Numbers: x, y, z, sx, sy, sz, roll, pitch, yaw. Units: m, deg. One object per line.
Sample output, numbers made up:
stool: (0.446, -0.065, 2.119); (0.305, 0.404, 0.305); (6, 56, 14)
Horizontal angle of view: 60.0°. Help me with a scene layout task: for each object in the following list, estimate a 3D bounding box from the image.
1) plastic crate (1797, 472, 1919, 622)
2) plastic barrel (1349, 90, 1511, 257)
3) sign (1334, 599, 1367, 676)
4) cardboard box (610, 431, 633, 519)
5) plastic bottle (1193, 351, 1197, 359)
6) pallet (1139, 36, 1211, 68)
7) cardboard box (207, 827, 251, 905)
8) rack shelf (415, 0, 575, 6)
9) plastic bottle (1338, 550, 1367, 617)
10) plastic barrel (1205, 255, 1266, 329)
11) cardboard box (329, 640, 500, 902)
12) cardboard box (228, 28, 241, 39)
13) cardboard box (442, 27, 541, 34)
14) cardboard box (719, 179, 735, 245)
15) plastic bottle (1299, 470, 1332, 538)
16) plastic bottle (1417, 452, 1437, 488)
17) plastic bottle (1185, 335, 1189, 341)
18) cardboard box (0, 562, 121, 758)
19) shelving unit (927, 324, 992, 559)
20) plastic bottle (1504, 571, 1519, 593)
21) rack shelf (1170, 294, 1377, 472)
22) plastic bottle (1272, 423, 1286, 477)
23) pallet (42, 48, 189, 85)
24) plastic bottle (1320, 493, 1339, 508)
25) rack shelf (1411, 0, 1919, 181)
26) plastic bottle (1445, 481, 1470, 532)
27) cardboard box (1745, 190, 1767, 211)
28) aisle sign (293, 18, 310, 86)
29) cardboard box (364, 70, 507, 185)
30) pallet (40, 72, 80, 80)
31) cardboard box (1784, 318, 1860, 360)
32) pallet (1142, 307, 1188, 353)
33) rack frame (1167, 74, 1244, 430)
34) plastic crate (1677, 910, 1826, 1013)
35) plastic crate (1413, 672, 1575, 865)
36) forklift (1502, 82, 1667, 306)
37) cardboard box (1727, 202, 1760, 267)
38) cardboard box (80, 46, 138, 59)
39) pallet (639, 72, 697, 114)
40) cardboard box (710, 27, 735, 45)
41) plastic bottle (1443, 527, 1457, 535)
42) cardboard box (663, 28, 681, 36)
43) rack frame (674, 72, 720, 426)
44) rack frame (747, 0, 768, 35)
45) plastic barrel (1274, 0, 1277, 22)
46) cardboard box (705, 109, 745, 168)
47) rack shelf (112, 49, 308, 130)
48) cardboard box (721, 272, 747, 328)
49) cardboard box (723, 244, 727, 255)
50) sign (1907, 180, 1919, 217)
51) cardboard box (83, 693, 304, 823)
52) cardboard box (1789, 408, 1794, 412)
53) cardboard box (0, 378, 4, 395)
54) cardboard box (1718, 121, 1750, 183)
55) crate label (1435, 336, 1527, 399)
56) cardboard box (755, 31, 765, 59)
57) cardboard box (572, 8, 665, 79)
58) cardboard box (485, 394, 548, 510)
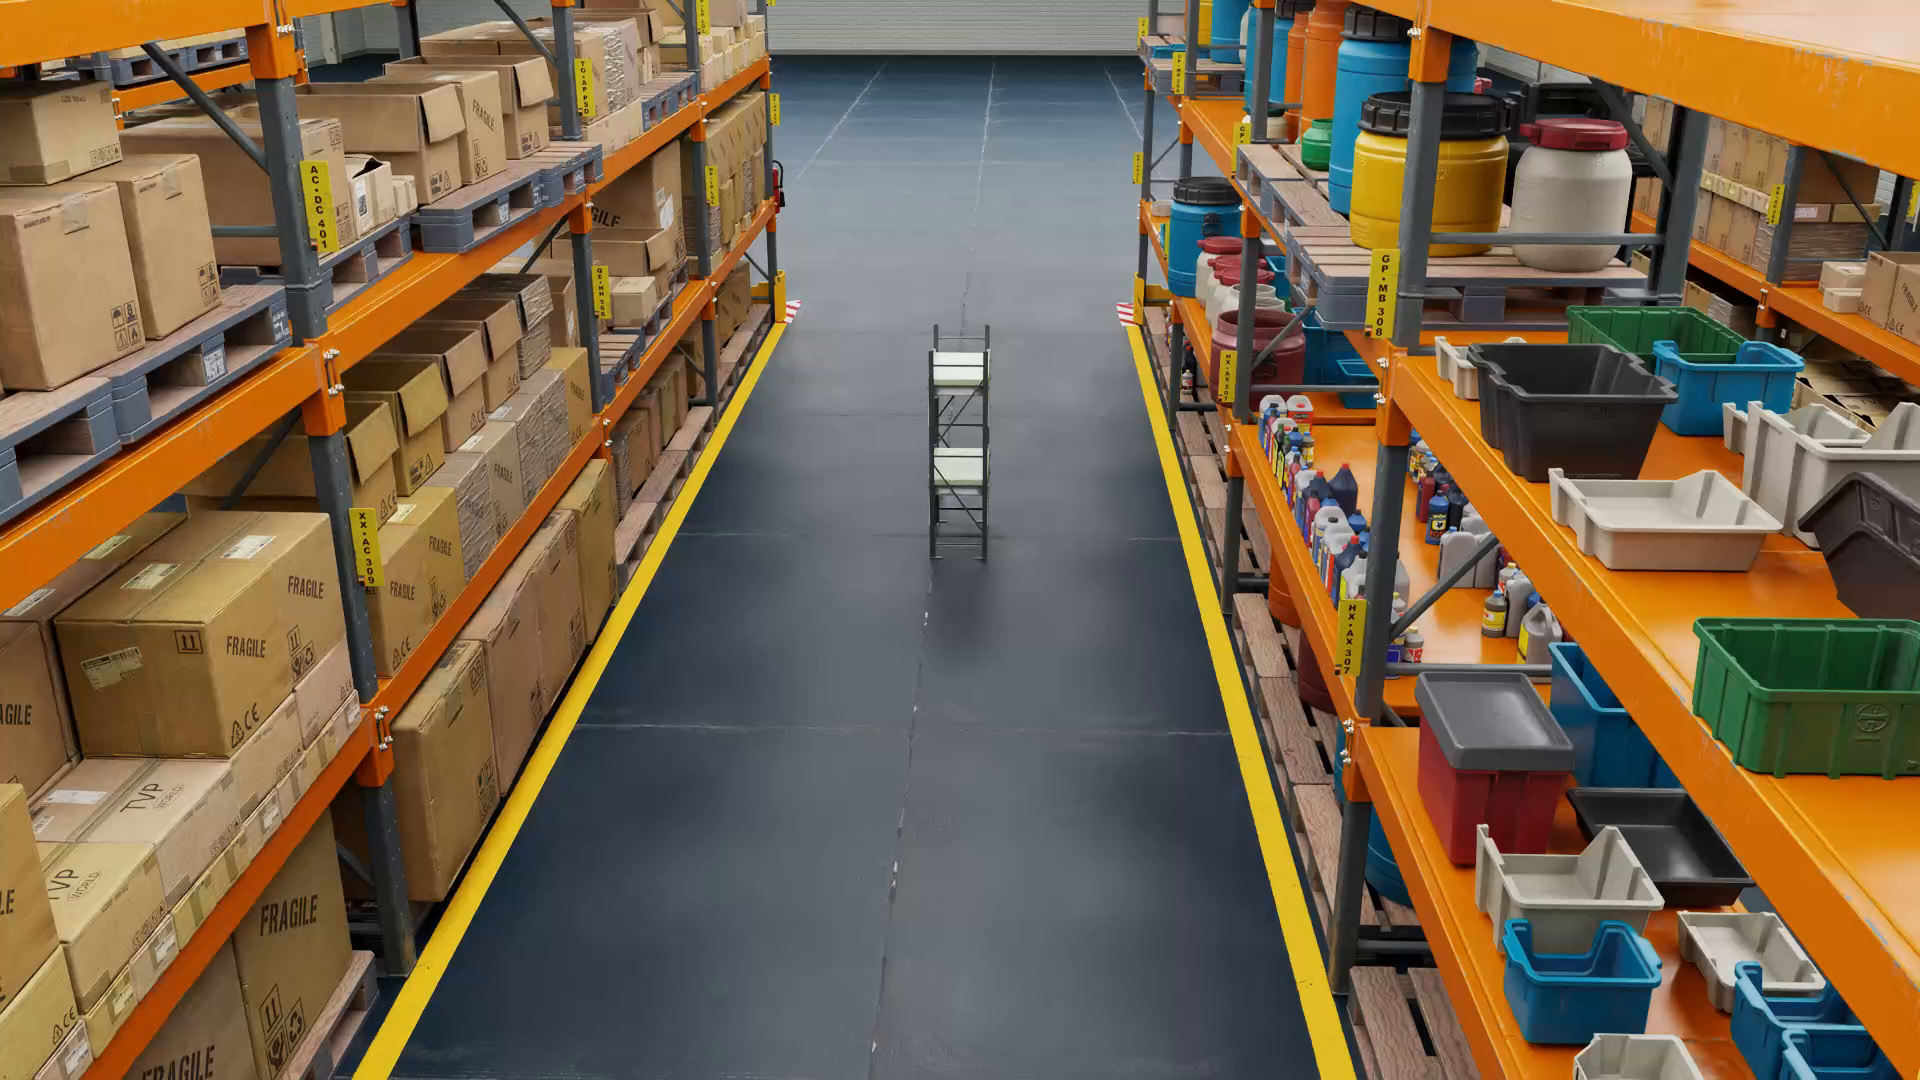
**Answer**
plastic crate: (2.277, 0.046, 3.702); (0.504, 0.338, 0.767); (1, 21, 2)
plastic barrel: (1.902, -1.495, 6.748); (0.600, 0.588, 0.600); (0, 21, 0)
sign: (1.528, 0.383, 6.512); (0.100, 0.325, 0.005); (1, 21, 2)
cardboard box: (-2.747, -0.465, 11.927); (0.700, 0.500, 0.500); (-1, 21, -3)
plastic bottle: (2.207, -1.622, 15.219); (0.152, 0.276, 0.135); (1, 21, 2)
pallet: (2.320, -4.832, 16.450); (1.003, 0.211, 1.213); (1, 21, 2)
cardboard box: (-2.586, 1.068, 5.478); (0.380, 0.149, 0.250); (1, 21, 3)
rack shelf: (-2.691, -3.980, 11.393); (1.077, 0.370, 4.000); (1, 21, 2)
plastic bottle: (1.778, 0.206, 7.419); (0.144, 0.351, 0.185); (1, 21, 2)
plastic barrel: (2.050, -1.828, 12.406); (0.433, 0.535, 0.433); (0, 21, 0)
cardboard box: (-2.874, 1.028, 7.590); (1.225, 0.875, 0.875); (1, 21, 2)
cardboard box: (-7.173, -4.906, 16.007); (0.380, 0.149, 0.250); (1, 21, 2)
cardboard box: (-2.982, -3.021, 10.691); (0.500, 0.500, 0.500); (1, 21, 1)
cardboard box: (-2.504, -2.956, 14.950); (0.875, 0.500, 0.500); (1, 21, 2)
plastic bottle: (1.812, -0.192, 8.446); (0.144, 0.351, 0.185); (1, 21, 2)
plastic bottle: (2.570, -0.383, 9.143); (0.097, 0.201, 0.097); (0, 21, 0)
plastic bottle: (2.077, -1.790, 15.652); (0.152, 0.276, 0.135); (1, 21, 3)
cardboard box: (-3.166, 0.395, 5.625); (0.500, 0.500, 0.500); (1, 21, 2)
shelving unit: (0.000, -0.702, 11.764); (0.431, 1.500, 0.755); (1, 21, 2)
plastic bottle: (2.517, 0.239, 7.540); (0.097, 0.201, 0.097); (0, 21, 0)
rack shelf: (2.260, -1.315, 12.266); (1.077, 0.370, 4.000); (1, 21, 2)
plastic bottle: (1.799, -0.505, 9.344); (0.061, 0.283, 0.133); (1, 21, 2)
pallet: (-7.549, -4.172, 14.610); (1.003, 0.211, 1.213); (1, 21, 2)
plastic bottle: (1.845, -0.104, 8.328); (0.097, 0.271, 0.097); (0, 21, 0)
rack shelf: (2.017, -1.033, 3.798); (1.077, 0.370, 4.000); (1, 21, 2)
plastic bottle: (2.522, -0.168, 8.383); (0.144, 0.351, 0.185); (1, 21, 2)
cardboard box: (7.081, -2.951, 14.454); (0.380, 0.149, 0.250); (0, 21, 0)
aisle sign: (-7.161, -5.200, 17.689); (0.394, 0.787, 0.004); (1, 21, 2)
cardboard box: (-2.636, -2.088, 8.398); (0.500, 0.500, 0.500); (2, 21, 5)
pallet: (-7.563, -3.496, 13.011); (0.805, 0.209, 1.217); (0, 21, -1)
cardboard box: (7.599, -1.745, 14.564); (0.500, 0.500, 0.500); (1, 21, 2)
pallet: (2.457, -2.198, 17.402); (1.003, 0.211, 1.213); (1, 21, 2)
rack frame: (2.321, -2.373, 13.999); (1.000, 3.000, 0.127); (1, 21, 2)
plastic crate: (2.325, 1.247, 4.950); (0.293, 0.136, 0.466); (1, 21, 2)
plastic crate: (1.800, 0.781, 5.697); (0.402, 0.464, 0.583); (1, 21, 2)
forklift: (4.906, -2.125, 13.453); (1.130, 2.935, 3.031); (0, 21, 0)
cardboard box: (7.289, -2.716, 14.743); (0.700, 0.500, 0.500); (0, 21, 1)
cardboard box: (-7.233, -4.171, 14.113); (0.380, 0.149, 0.250); (0, 21, 1)
pallet: (-2.755, -3.517, 13.059); (1.213, 0.211, 1.003); (1, 21, 2)
cardboard box: (-2.306, -4.716, 15.546); (0.380, 0.149, 0.250); (0, 21, -1)
plastic bottle: (2.382, 0.035, 8.066); (0.097, 0.201, 0.097); (0, 21, 0)
cardboard box: (-2.777, -4.636, 15.340); (0.380, 0.149, 0.250); (0, 21, 0)
rack frame: (-2.630, -2.428, 14.140); (1.000, 3.000, 0.127); (1, 21, 2)
rack frame: (-2.508, -6.671, 16.782); (1.000, 3.000, 0.127); (1, 21, 2)
plastic barrel: (2.502, -3.583, 12.277); (0.600, 0.901, 0.600); (0, 21, 0)
cardboard box: (-2.328, -3.782, 15.697); (0.500, 0.500, 0.500); (1, 21, 2)
rack shelf: (-7.524, -4.305, 15.826); (1.077, 0.370, 4.000); (1, 21, 2)
cardboard box: (-2.528, -2.463, 17.104); (0.500, 0.500, 0.500); (6, 22, 16)
cardboard box: (-2.324, -2.657, 15.077); (0.380, 0.149, 0.250); (1, 21, 2)
sign: (7.815, -2.818, 13.654); (0.100, 0.325, 0.005); (1, 21, 2)
cardboard box: (-2.638, 0.745, 5.757); (0.500, 0.250, 0.500); (1, 21, 3)
cardboard box: (6.995, -0.904, 13.432); (0.500, 0.250, 0.500); (1, 21, 3)
cardboard box: (-3.015, -0.557, 4.315); (0.700, 0.500, 0.500); (2, 21, 4)
cardboard box: (7.309, -3.493, 14.954); (0.700, 0.500, 0.500); (1, 21, 2)
crate label: (1.774, -0.583, 5.602); (0.293, 0.136, 0.466); (1, 21, 2)
cardboard box: (-2.269, -5.026, 16.895); (0.500, 0.250, 0.500); (1, 21, 3)
cardboard box: (-2.743, -3.901, 13.067); (0.797, 0.503, 0.637); (0, 21, -1)
cardboard box: (-2.552, -0.479, 8.979); (0.500, 0.500, 0.500); (0, 21, 0)
